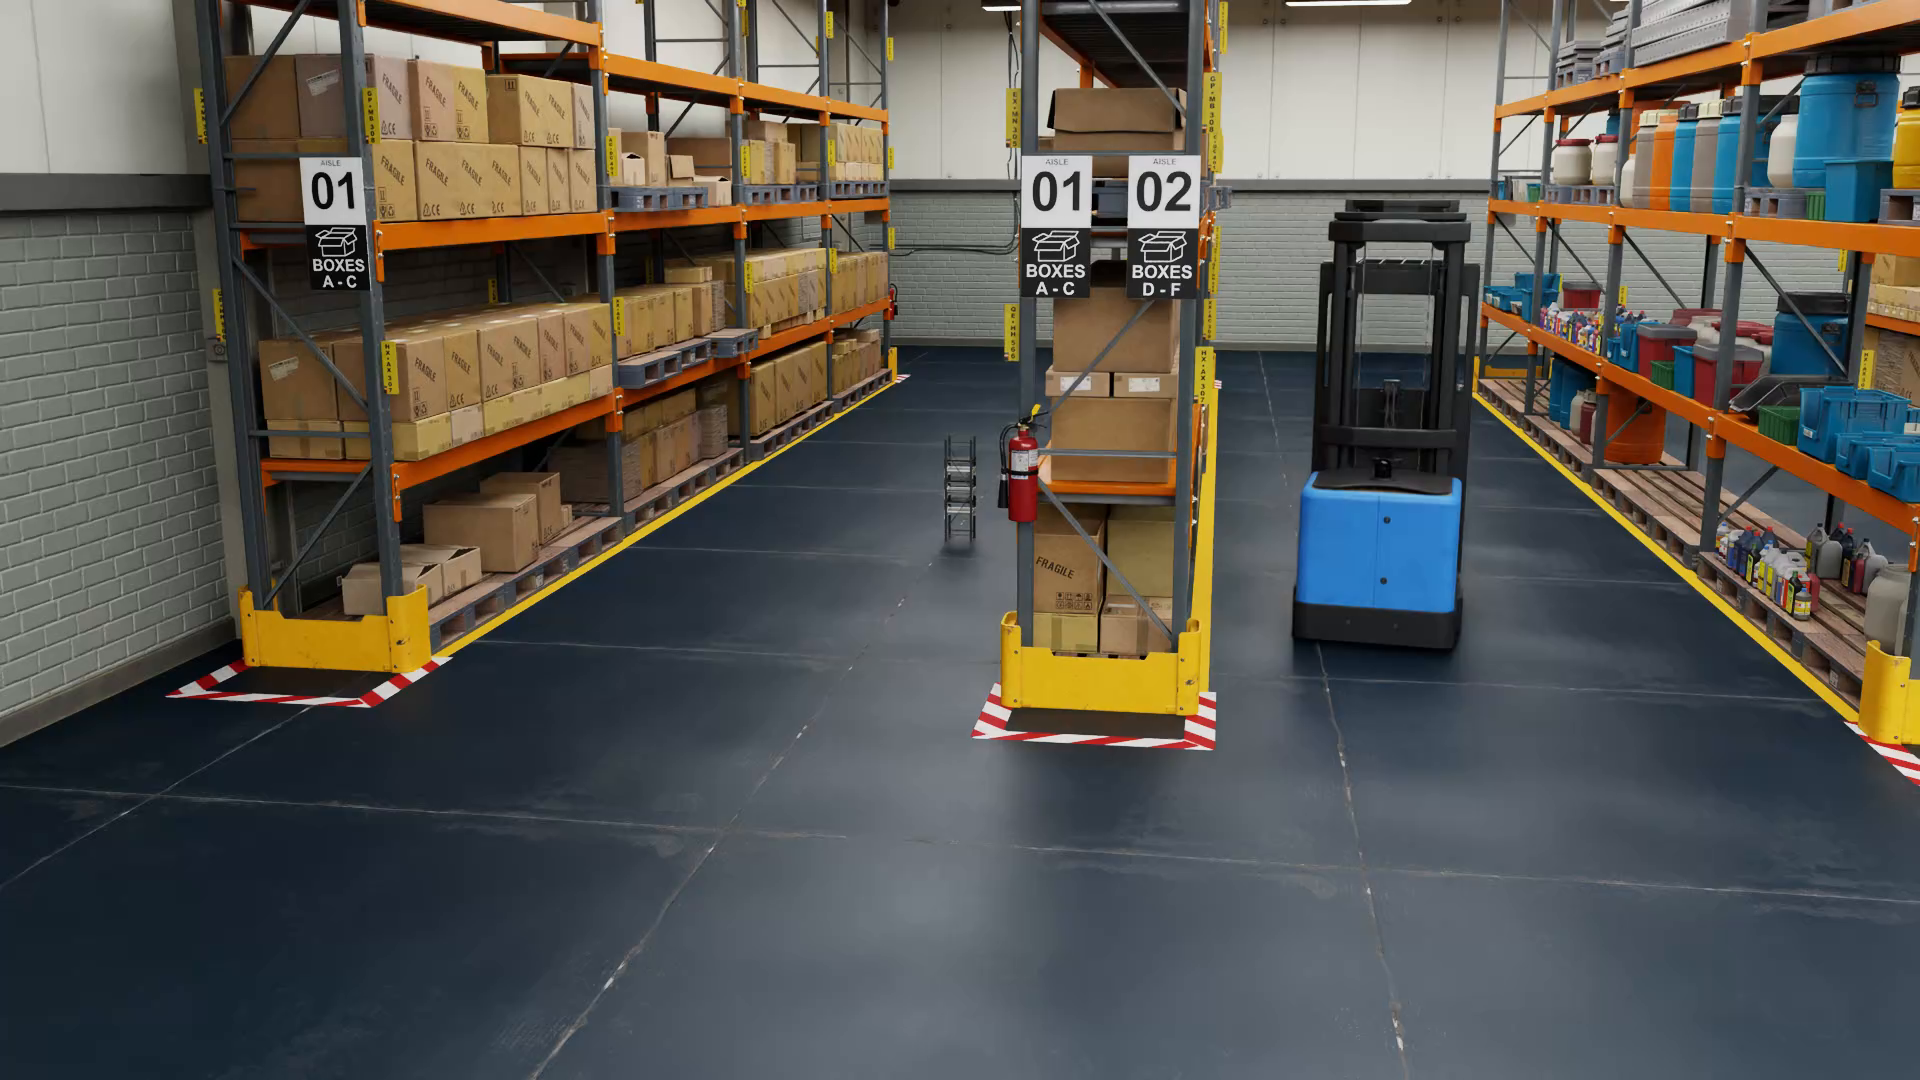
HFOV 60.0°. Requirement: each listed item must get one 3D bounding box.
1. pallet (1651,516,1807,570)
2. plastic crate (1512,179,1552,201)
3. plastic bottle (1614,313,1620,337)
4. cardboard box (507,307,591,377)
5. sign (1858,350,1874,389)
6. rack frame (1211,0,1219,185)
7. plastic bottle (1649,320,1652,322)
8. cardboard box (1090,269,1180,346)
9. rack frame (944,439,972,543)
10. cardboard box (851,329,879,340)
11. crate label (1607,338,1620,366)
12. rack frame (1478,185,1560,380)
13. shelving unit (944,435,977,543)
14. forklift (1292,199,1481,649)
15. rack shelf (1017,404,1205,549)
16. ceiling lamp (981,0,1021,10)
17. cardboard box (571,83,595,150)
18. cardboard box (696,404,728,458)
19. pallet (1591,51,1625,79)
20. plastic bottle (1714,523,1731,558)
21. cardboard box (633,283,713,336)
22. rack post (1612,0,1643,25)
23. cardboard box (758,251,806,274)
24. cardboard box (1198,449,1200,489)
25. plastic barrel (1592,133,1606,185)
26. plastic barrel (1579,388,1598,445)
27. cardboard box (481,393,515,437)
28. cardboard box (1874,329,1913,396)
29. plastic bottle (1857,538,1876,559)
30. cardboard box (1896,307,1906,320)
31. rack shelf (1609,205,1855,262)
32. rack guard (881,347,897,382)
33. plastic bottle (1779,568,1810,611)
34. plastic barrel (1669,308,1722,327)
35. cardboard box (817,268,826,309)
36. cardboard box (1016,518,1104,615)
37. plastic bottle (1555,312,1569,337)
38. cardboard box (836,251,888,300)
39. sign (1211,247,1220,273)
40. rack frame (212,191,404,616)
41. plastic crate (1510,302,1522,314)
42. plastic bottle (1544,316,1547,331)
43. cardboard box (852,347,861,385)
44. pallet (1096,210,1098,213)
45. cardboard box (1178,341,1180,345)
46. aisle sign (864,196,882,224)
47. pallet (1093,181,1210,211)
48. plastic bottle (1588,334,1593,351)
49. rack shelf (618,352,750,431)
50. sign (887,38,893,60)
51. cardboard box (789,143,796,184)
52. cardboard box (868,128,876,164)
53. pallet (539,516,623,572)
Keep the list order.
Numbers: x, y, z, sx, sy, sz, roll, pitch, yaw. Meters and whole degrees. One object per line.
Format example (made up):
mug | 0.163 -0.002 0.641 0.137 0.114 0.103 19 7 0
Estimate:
pallet | 6.434 0.030 13.852 1.003 0.211 1.213 2 12 9
plastic crate | 7.551 -4.623 21.987 0.437 0.282 0.530 2 12 9
plastic bottle | 7.560 -2.469 19.137 0.097 0.271 0.097 0 12 0
cardboard box | -3.276 -1.580 13.232 0.500 0.500 0.500 2 12 8
sign | 6.894 -1.283 12.672 0.100 0.325 0.005 2 12 9
rack frame | 2.688 -5.927 20.638 1.000 3.000 0.127 2 12 9
plastic bottle | 7.575 -2.281 18.264 0.097 0.271 0.097 0 12 0
cardboard box | 1.164 -1.607 11.511 0.700 0.500 0.500 2 12 9
rack frame | -0.014 -0.420 14.308 0.240 0.900 0.006 2 12 9
cardboard box | -1.440 -3.106 25.183 0.380 0.149 0.250 2 12 8
crate label | 6.532 -1.844 16.325 0.303 0.233 0.416 2 12 9
rack frame | 8.197 -3.666 24.385 1.000 3.000 0.127 2 12 9
shelving unit | 0.001 -0.442 14.406 0.258 0.900 0.210 2 12 9
forklift | 3.154 -0.984 12.100 1.130 2.935 3.031 4 13 17
rack shelf | 1.150 -0.561 11.686 1.077 0.370 4.000 2 12 9
ceiling lamp | 1.316 -10.250 26.841 2.000 3.185 0.800 2 12 9
cardboard box | -3.247 -3.390 13.325 0.500 0.500 0.500 1 12 4
cardboard box | -2.881 -1.163 17.661 0.700 0.500 0.500 2 12 9
pallet | 7.108 -4.795 16.780 1.213 0.211 1.003 2 12 9
plastic bottle | 5.870 0.003 12.793 0.097 0.271 0.097 0 12 0
cardboard box | -2.944 -2.370 17.091 0.700 0.500 0.500 1 12 3
rack post | 6.990 -5.351 16.739 0.624 0.289 0.986 2 12 9
cardboard box | -2.193 -3.407 20.413 0.500 0.250 0.500 2 12 10
cardboard box | 1.850 -0.647 14.573 0.500 0.311 0.500 2 12 8
plastic barrel | 7.642 -4.401 19.229 0.600 0.588 0.600 0 12 0
plastic barrel | 7.199 -1.365 18.434 0.600 0.588 0.708 2 12 9
cardboard box | -3.514 -0.899 11.852 0.500 0.250 0.500 2 12 8
cardboard box | 12.932 -2.347 22.311 0.875 0.875 0.875 2 12 9
plastic bottle | 6.458 0.162 11.864 0.144 0.351 0.185 2 12 8
cardboard box | 12.437 -2.945 21.634 0.380 0.149 0.250 2 12 10
rack shelf | 6.659 -2.699 14.486 1.077 0.370 4.000 2 12 9
rack guard | -1.588 -2.770 26.161 1.175 0.500 0.348 2 12 9
plastic bottle | 5.652 0.333 11.250 0.152 0.276 0.135 2 12 9
plastic barrel | 7.195 -1.961 16.150 0.600 0.536 0.708 2 12 9
cardboard box | -2.029 -3.254 21.483 0.500 0.500 0.500 2 12 8
cardboard box | 0.631 0.154 10.408 0.500 0.500 0.500 2 12 9
plastic bottle | 6.992 -2.496 19.250 0.152 0.276 0.135 2 12 9
cardboard box | -1.660 -4.027 25.349 0.980 0.700 0.700 2 12 11
sign | 3.237 -3.544 21.068 0.100 0.325 0.005 2 12 9
rack frame | -4.053 -0.657 10.420 1.000 3.000 0.127 2 12 9
plastic crate | 7.553 -3.106 22.270 0.293 0.136 0.466 2 12 9
plastic bottle | 7.084 -2.622 20.009 0.097 0.201 0.097 0 12 0
cardboard box | -1.829 -2.501 23.917 0.700 0.500 0.500 2 12 10
pallet | 1.581 -2.886 14.100 0.805 0.209 1.217 1 12 6
cardboard box | 1.393 -1.312 11.685 0.380 0.149 0.250 2 12 11
aisle sign | -1.284 -5.263 25.625 0.394 0.787 0.004 2 12 9
pallet | 1.352 -2.574 12.408 1.003 0.211 1.213 2 12 9
plastic bottle | 6.694 -2.094 17.559 0.097 0.201 0.097 0 12 0
rack shelf | -3.130 -1.554 16.291 1.077 0.370 4.000 2 12 9
sign | -1.058 -7.395 25.041 0.100 0.325 0.005 2 12 9
cardboard box | -2.451 -4.705 20.805 0.700 0.500 0.500 1 12 6
cardboard box | -1.523 -5.736 24.211 0.500 0.500 0.500 2 12 10
pallet | -3.506 0.015 13.923 1.003 0.211 1.213 2 12 9
